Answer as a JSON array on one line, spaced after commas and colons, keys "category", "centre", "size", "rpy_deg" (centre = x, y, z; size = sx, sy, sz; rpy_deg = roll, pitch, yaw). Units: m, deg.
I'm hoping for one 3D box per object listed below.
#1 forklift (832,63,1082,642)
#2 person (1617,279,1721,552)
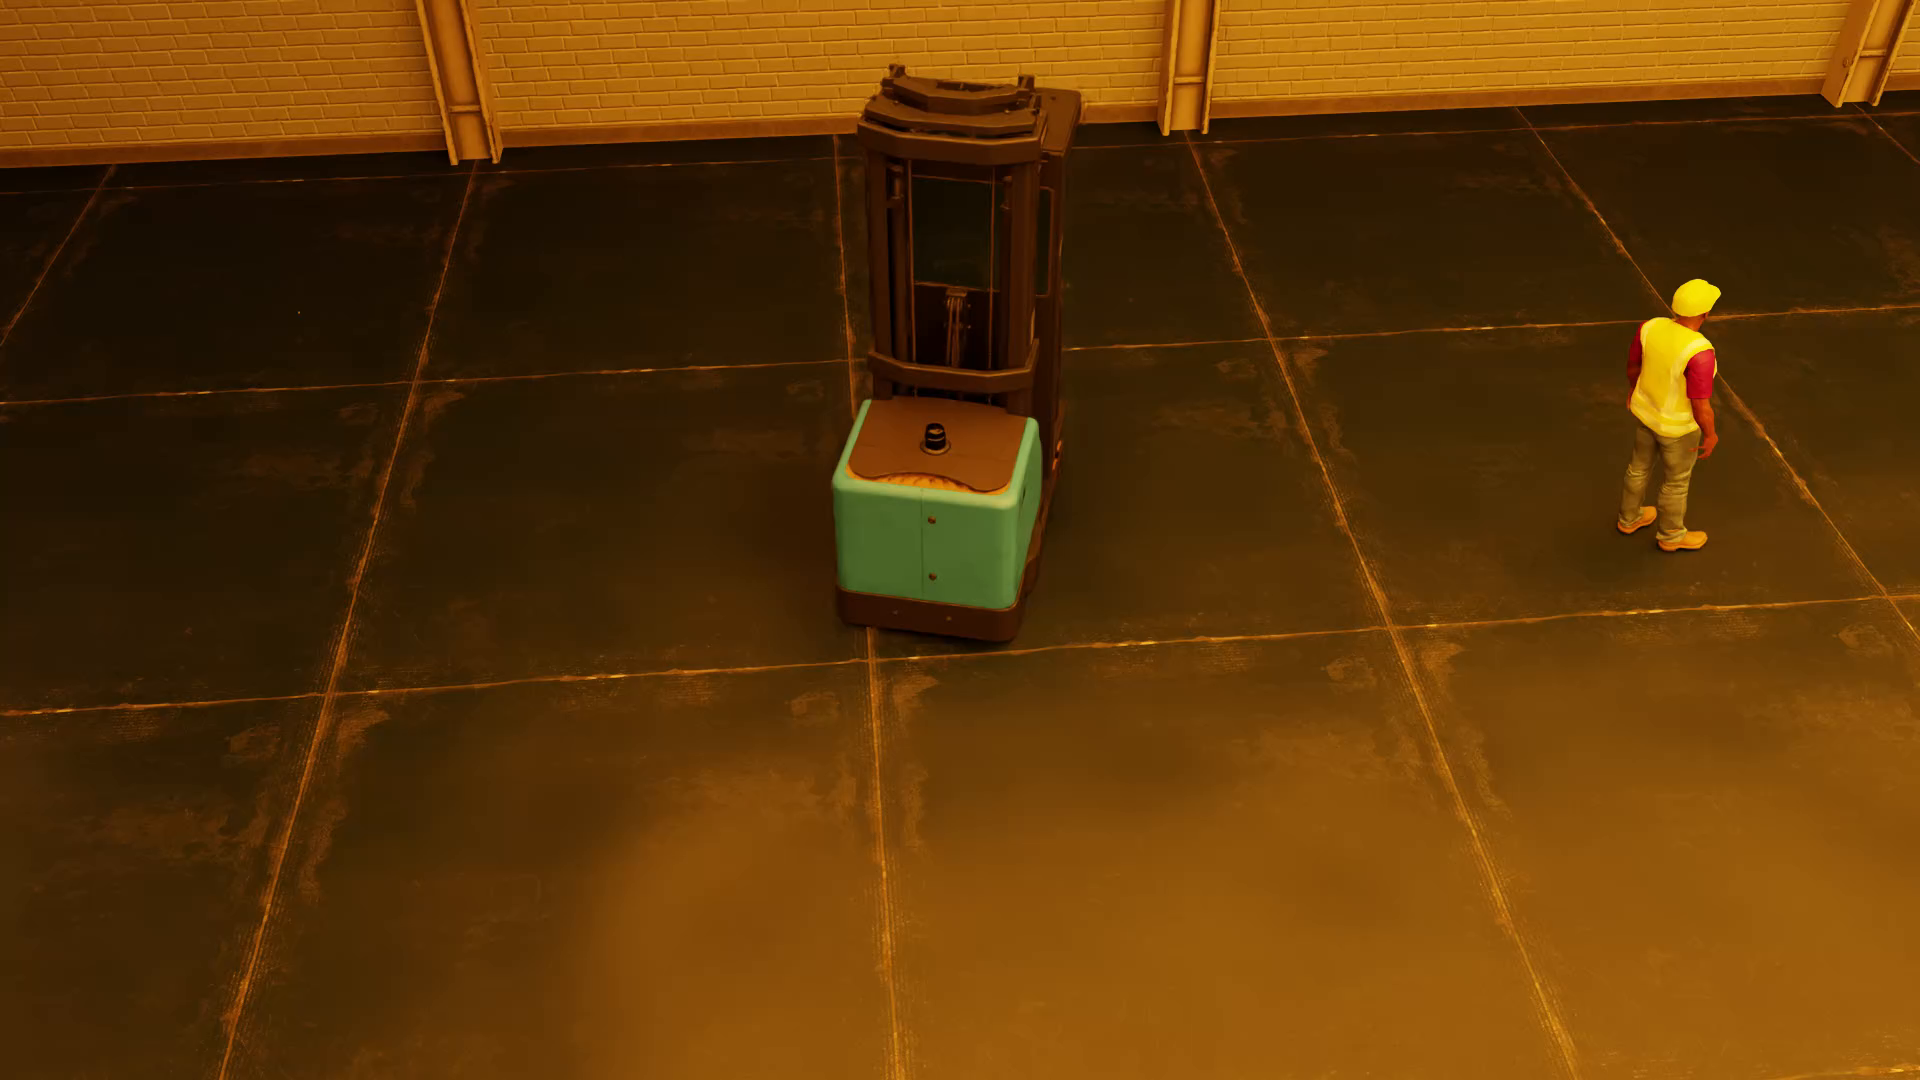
[{"category": "forklift", "centre": [0.069, -1.501, 9.693], "size": [1.130, 2.935, 3.031], "rpy_deg": [7, 41, 8]}, {"category": "person", "centre": [4.185, -0.750, 9.700], "size": [0.578, 1.765, 0.666], "rpy_deg": [-16, 43, -18]}]
